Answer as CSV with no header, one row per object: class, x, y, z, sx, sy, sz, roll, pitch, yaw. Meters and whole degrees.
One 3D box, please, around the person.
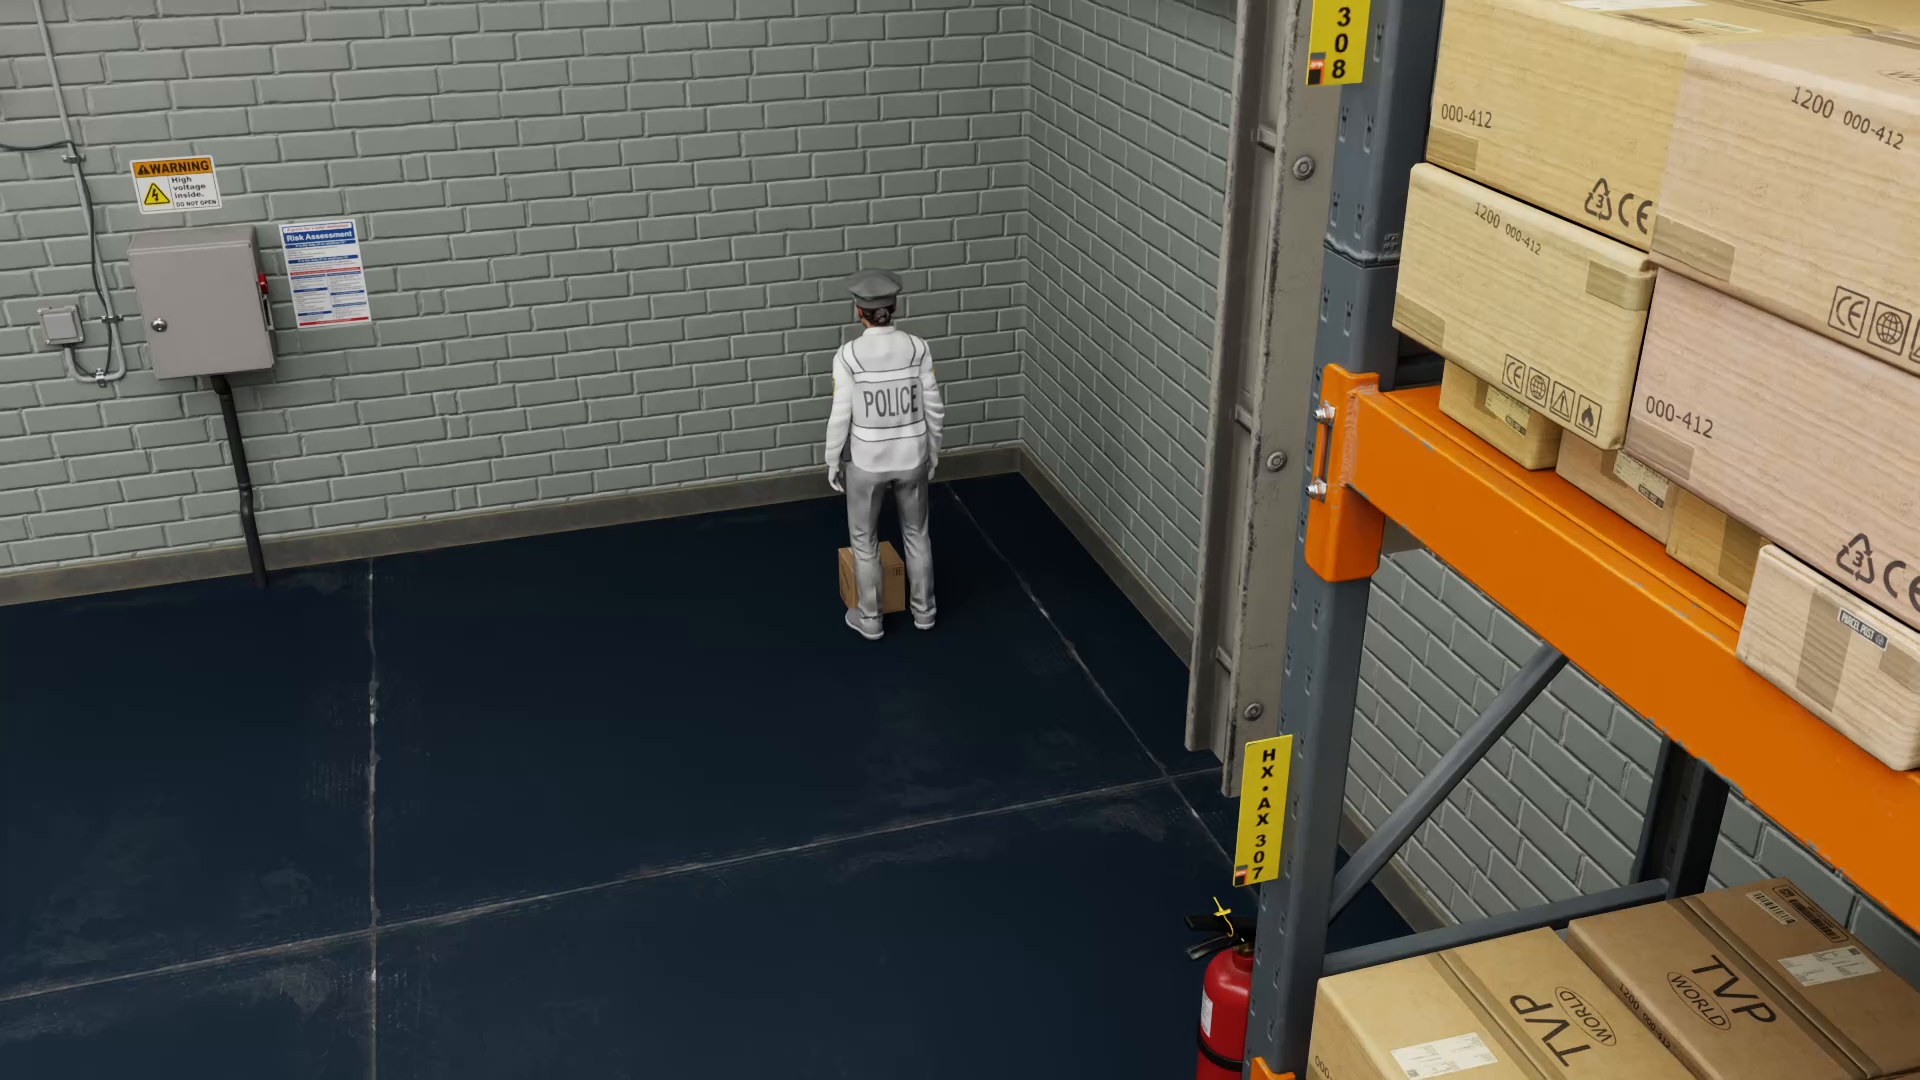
person,-0.330,-0.347,7.306,0.529,1.663,0.371,-8,28,-16
